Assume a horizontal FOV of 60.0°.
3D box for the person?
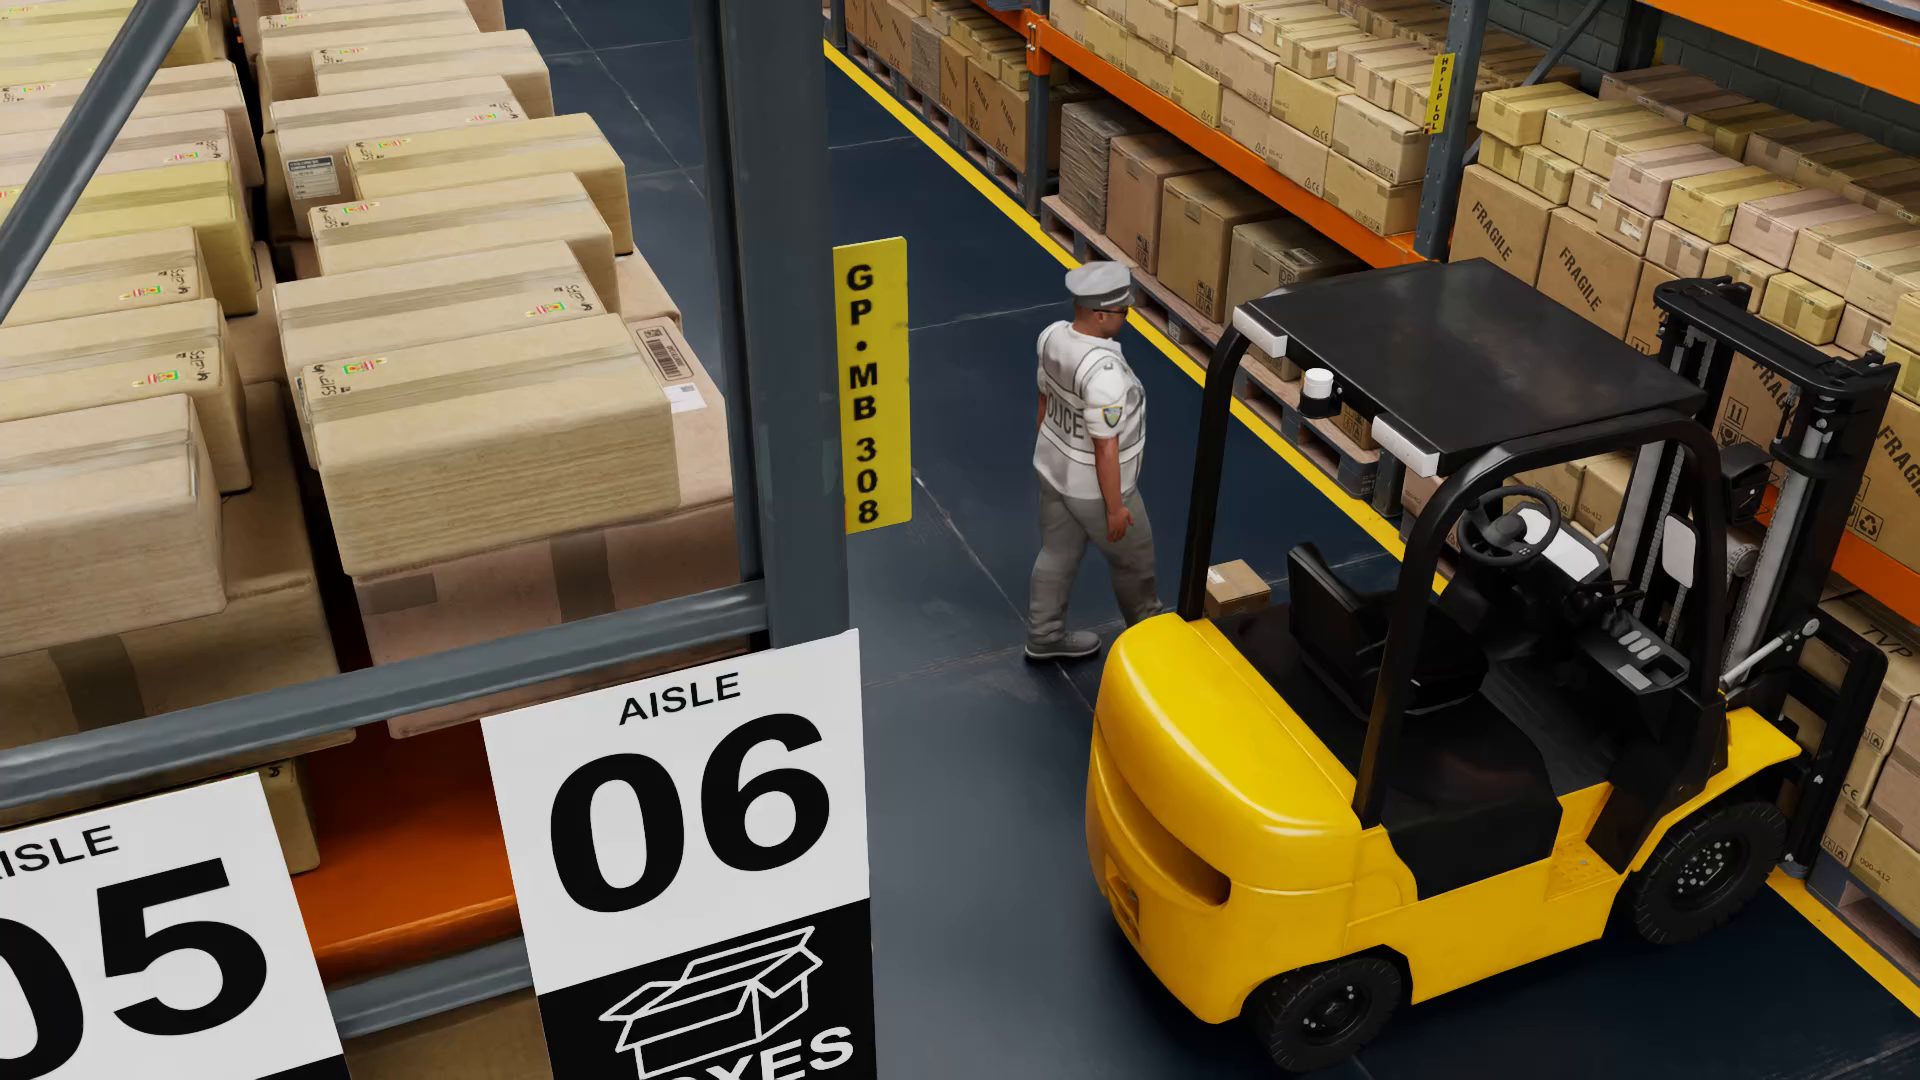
[{"bbox_3d":[0.635,-0.292,6.560,0.736,1.742,0.562,-16,36,-23],"label":"person"}]
